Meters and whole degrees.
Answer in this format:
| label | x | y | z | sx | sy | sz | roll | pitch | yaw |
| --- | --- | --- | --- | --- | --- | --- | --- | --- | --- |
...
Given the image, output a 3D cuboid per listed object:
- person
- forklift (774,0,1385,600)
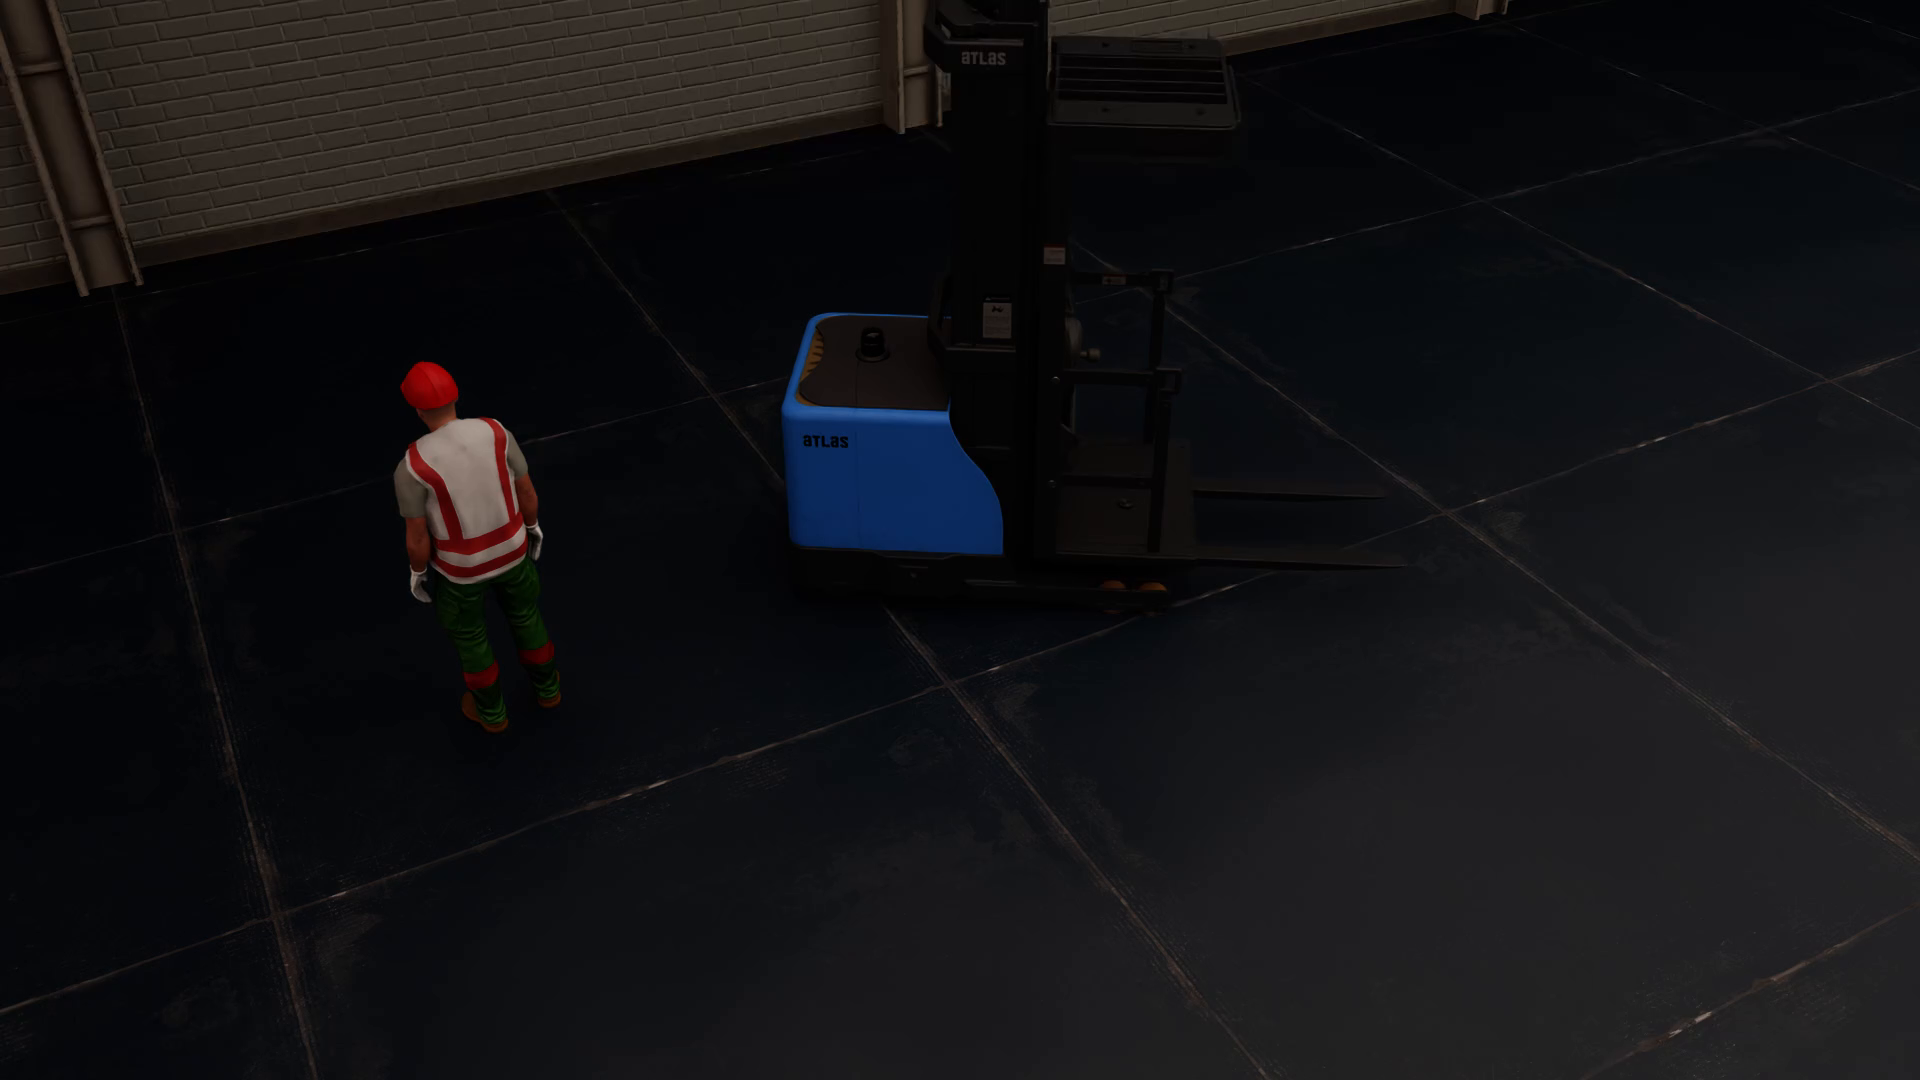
| label | x | y | z | sx | sy | sz | roll | pitch | yaw |
| --- | --- | --- | --- | --- | --- | --- | --- | --- | --- |
| person | -2.060 | 0.050 | 7.052 | 0.620 | 1.780 | 0.446 | -24 | 42 | -30 |
| forklift | 0.613 | -1.225 | 7.857 | 3.031 | 2.935 | 1.130 | -2 | 35 | -3 |
